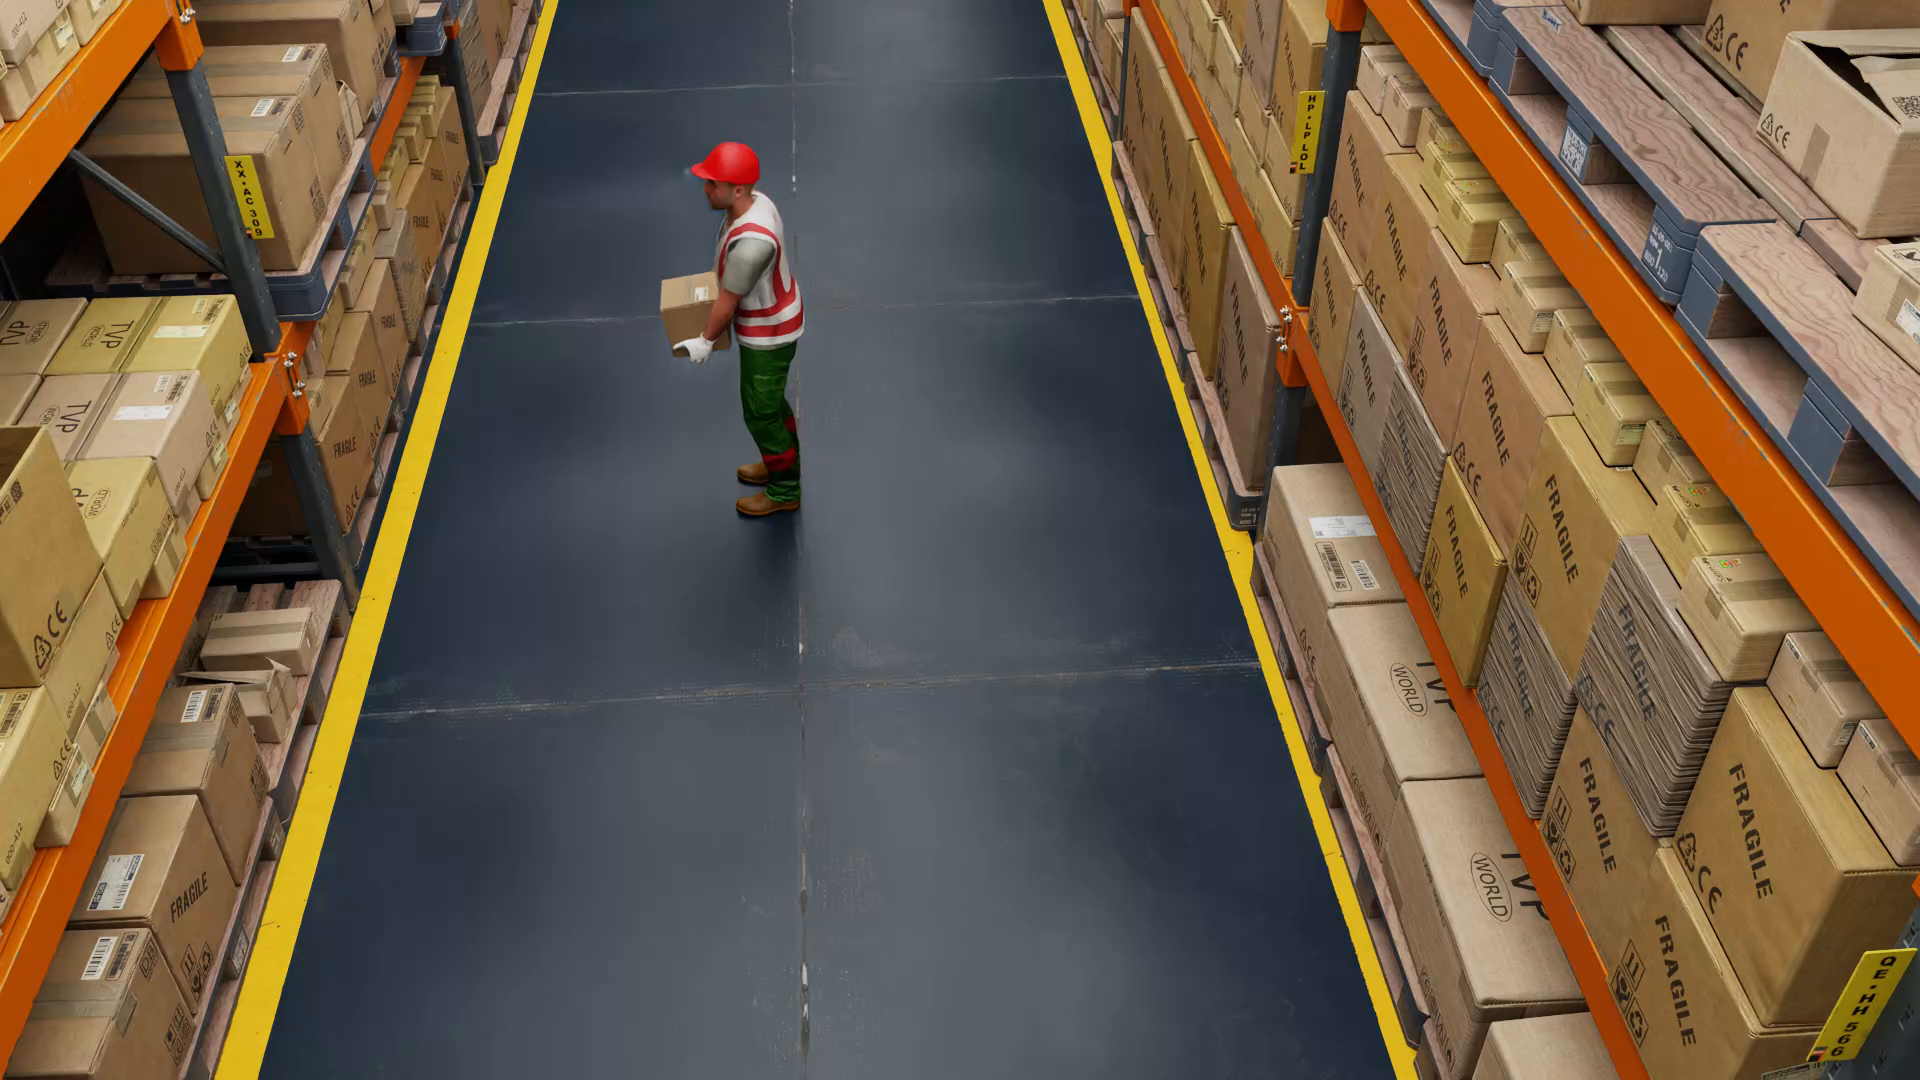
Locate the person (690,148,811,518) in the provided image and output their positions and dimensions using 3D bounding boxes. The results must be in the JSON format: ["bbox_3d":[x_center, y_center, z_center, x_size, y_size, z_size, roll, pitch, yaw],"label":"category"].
[{"bbox_3d":[-0.875,-0.904,7.269,0.452,1.777,0.610,-5,39,-6],"label":"person"}]
